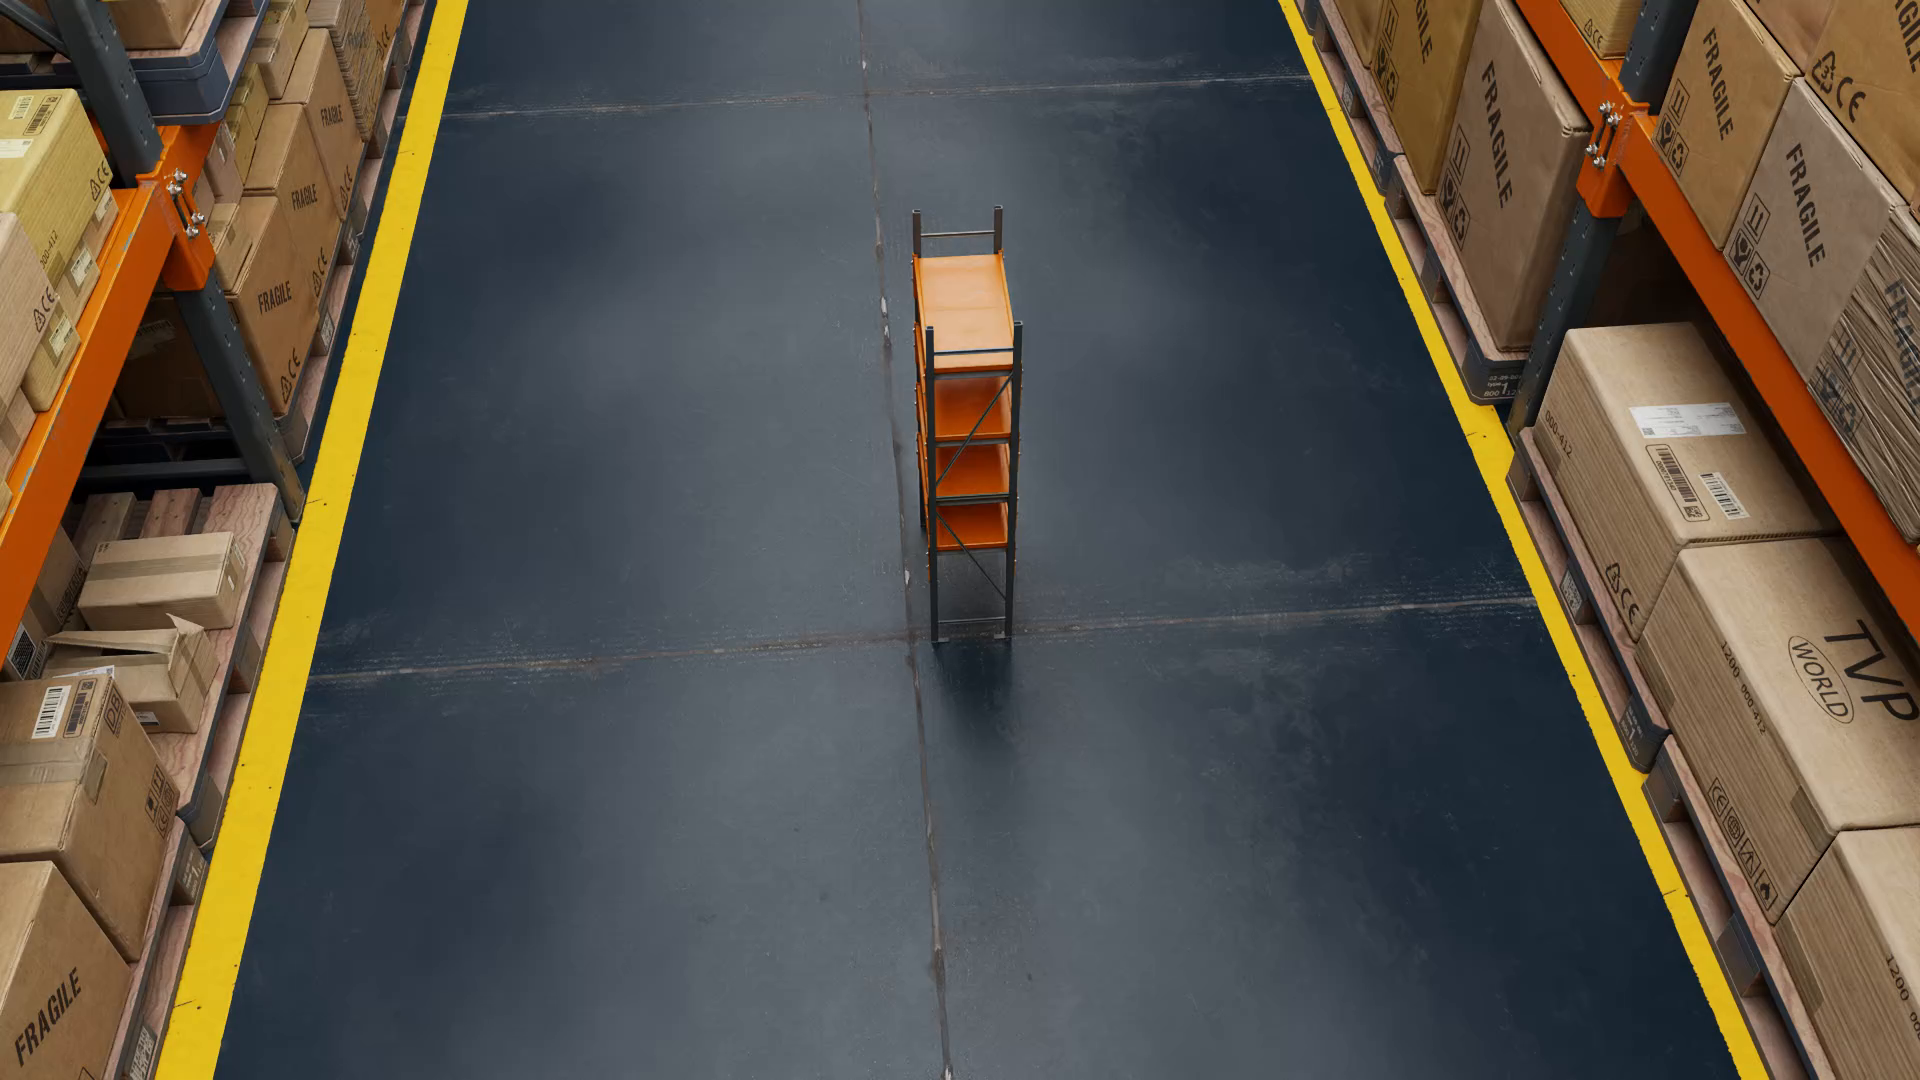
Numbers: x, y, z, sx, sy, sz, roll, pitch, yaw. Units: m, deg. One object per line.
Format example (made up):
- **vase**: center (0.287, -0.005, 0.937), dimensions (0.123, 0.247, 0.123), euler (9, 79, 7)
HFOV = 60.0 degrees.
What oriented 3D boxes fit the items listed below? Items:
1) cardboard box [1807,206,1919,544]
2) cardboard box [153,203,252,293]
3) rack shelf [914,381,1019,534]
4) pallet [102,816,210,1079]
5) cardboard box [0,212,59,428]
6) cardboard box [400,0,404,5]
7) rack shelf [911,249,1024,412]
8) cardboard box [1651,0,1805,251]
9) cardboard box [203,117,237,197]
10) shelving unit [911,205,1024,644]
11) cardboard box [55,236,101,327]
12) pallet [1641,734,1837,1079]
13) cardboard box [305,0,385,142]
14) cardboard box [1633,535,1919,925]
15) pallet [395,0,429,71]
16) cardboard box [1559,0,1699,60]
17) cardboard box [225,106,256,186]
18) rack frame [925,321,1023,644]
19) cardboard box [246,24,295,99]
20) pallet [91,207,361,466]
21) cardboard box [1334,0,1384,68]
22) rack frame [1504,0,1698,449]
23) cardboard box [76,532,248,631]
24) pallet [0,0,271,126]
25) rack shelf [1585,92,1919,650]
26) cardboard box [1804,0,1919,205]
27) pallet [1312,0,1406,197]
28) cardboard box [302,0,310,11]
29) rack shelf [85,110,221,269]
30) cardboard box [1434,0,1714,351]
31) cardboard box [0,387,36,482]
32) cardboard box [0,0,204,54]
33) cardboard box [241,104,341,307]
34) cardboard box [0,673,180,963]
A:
- **cardboard box**: center (2.192, -0.353, 3.449), dimensions (0.500, 0.500, 0.500), euler (-3, 47, -3)
- **cardboard box**: center (-2.371, -0.877, 5.001), dimensions (0.380, 0.149, 0.250), euler (-1, 47, -1)
- **rack shelf**: center (0.014, -0.247, 4.750), dimensions (0.258, 0.148, 0.480), euler (-3, 47, -3)
- **pallet**: center (-2.444, 1.247, 3.924), dimensions (1.003, 0.211, 1.213), euler (-3, 47, -3)
- **cardboard box**: center (-2.263, -0.429, 3.489), dimensions (0.500, 0.250, 0.500), euler (-3, 47, -3)
- **cardboard box**: center (-2.660, -2.617, 7.095), dimensions (0.500, 0.500, 0.500), euler (-4, 47, -4)
- **rack shelf**: center (0.014, -0.563, 4.416), dimensions (0.258, 0.148, 0.480), euler (-3, 47, -3)
- **cardboard box**: center (2.118, -1.077, 4.135), dimensions (0.500, 0.500, 0.500), euler (-2, 47, -2)
- **cardboard box**: center (-2.440, -1.165, 5.068), dimensions (0.380, 0.149, 0.250), euler (-6, 47, -5)
- **shelving unit**: center (0.014, -0.293, 4.701), dimensions (0.258, 1.200, 0.503), euler (-3, 47, -3)
- **cardboard box**: center (-2.284, -0.605, 3.930), dimensions (0.380, 0.149, 0.250), euler (-2, 47, -2)
- **pallet**: center (2.431, 1.000, 4.157), dimensions (1.003, 0.211, 1.213), euler (-3, 47, -3)
- **cardboard box**: center (-2.551, -1.864, 6.382), dimensions (0.500, 0.500, 0.500), euler (-5, 47, -5)
- **cardboard box**: center (2.361, 0.447, 4.236), dimensions (0.875, 0.438, 0.875), euler (-5, 47, -4)
- **pallet**: center (-2.916, -2.486, 7.460), dimensions (1.003, 0.211, 1.213), euler (-3, 47, -3)
- **cardboard box**: center (2.051, -1.656, 4.856), dimensions (0.500, 0.250, 0.500), euler (-4, 47, -4)
- **cardboard box**: center (-2.504, -1.258, 5.361), dimensions (0.380, 0.149, 0.250), euler (-6, 47, -5)
- **rack frame**: center (0.034, -0.116, 4.534), dimensions (0.240, 1.200, 0.015), euler (-3, 47, -3)
- **cardboard box**: center (-2.524, -1.639, 5.722), dimensions (0.380, 0.149, 0.250), euler (-4, 47, -3)
- **pallet**: center (-2.712, -0.721, 5.788), dimensions (1.003, 0.211, 1.213), euler (-3, 47, -3)
- **cardboard box**: center (2.051, -2.556, 6.779), dimensions (0.875, 0.875, 0.875), euler (-3, 47, -3)
- **rack frame**: center (2.340, -1.398, 4.508), dimensions (1.000, 3.000, 0.127), euler (-3, 47, -3)
- **cardboard box**: center (-2.267, 0.127, 4.738), dimensions (0.380, 0.149, 0.250), euler (-5, 47, -4)
- **pallet**: center (-2.564, -1.613, 4.844), dimensions (1.003, 0.211, 1.213), euler (-3, 47, -3)
- **rack shelf**: center (2.508, 0.296, 3.399), dimensions (1.077, 0.370, 4.000), euler (-3, 47, -3)
- **cardboard box**: center (2.175, -1.051, 3.422), dimensions (0.500, 0.500, 0.500), euler (-4, 47, -4)
- **pallet**: center (2.095, -1.878, 6.883), dimensions (1.003, 0.211, 1.213), euler (-3, 47, -3)
- **cardboard box**: center (-2.594, -2.012, 6.075), dimensions (0.380, 0.149, 0.250), euler (-3, 47, -3)
- **rack shelf**: center (-2.773, -2.293, 5.852), dimensions (1.077, 0.370, 4.000), euler (-3, 47, -3)
- **cardboard box**: center (2.208, -1.256, 5.547), dimensions (0.875, 0.875, 0.875), euler (-2, 47, -2)
- **cardboard box**: center (-2.243, -0.227, 3.572), dimensions (0.380, 0.149, 0.250), euler (-2, 47, -2)
- **cardboard box**: center (-2.423, -1.636, 4.376), dimensions (0.700, 0.500, 0.500), euler (-2, 47, -2)
- **cardboard box**: center (-2.476, -1.127, 5.684), dimensions (0.500, 0.500, 0.500), euler (-4, 47, -4)
- **cardboard box**: center (-2.347, 0.695, 3.958), dimensions (0.700, 0.500, 0.500), euler (-5, 47, -5)
